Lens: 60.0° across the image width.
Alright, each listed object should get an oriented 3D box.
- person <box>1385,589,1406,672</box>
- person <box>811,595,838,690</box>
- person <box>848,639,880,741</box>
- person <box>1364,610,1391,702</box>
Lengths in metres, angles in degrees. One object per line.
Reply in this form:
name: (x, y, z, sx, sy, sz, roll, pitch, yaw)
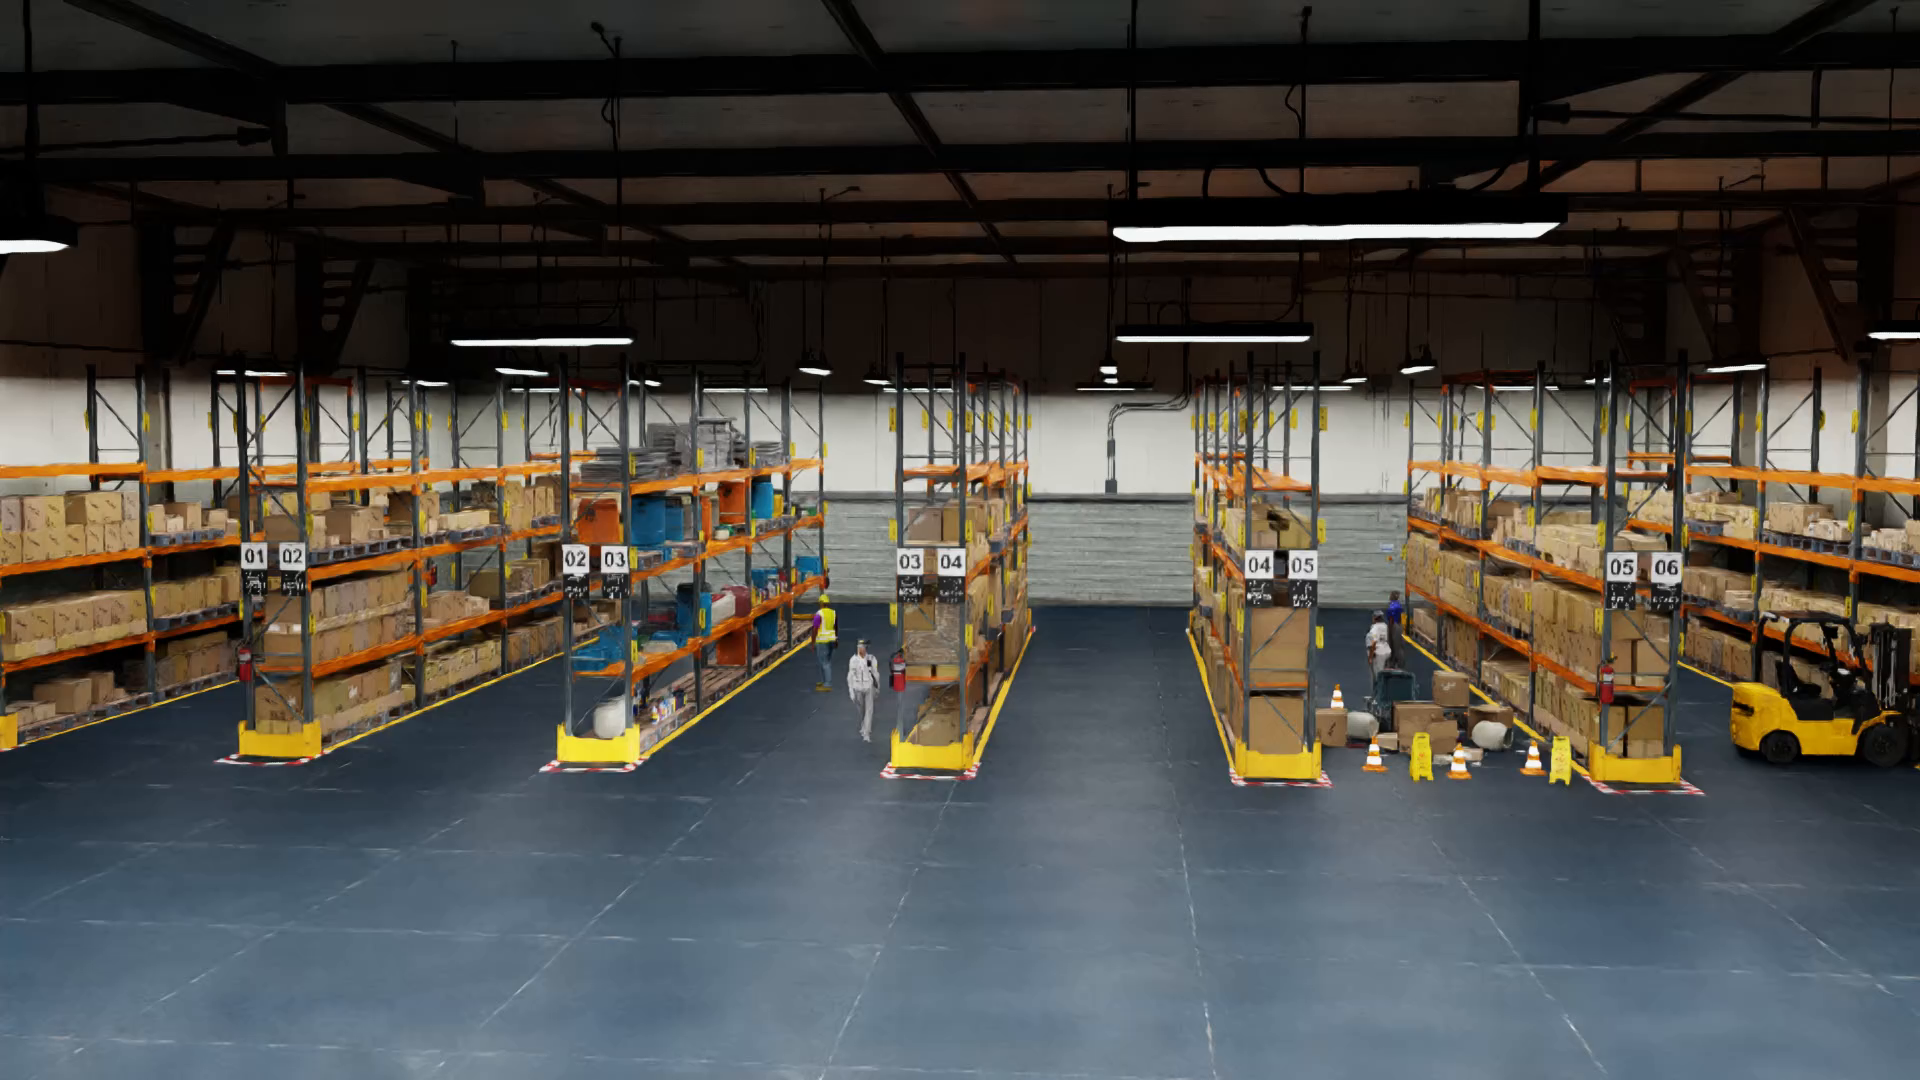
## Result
person: (8.647, 1.808, 33.162, 0.557, 1.650, 0.587, 2, 5, 28)
person: (-2.550, 1.896, 31.091, 0.580, 1.763, 0.673, 3, 5, 35)
person: (-1.528, 2.329, 26.190, 0.495, 1.587, 1.086, 1, 4, 8)
person: (7.411, 2.066, 29.566, 0.524, 1.662, 0.557, 3, 5, 35)
